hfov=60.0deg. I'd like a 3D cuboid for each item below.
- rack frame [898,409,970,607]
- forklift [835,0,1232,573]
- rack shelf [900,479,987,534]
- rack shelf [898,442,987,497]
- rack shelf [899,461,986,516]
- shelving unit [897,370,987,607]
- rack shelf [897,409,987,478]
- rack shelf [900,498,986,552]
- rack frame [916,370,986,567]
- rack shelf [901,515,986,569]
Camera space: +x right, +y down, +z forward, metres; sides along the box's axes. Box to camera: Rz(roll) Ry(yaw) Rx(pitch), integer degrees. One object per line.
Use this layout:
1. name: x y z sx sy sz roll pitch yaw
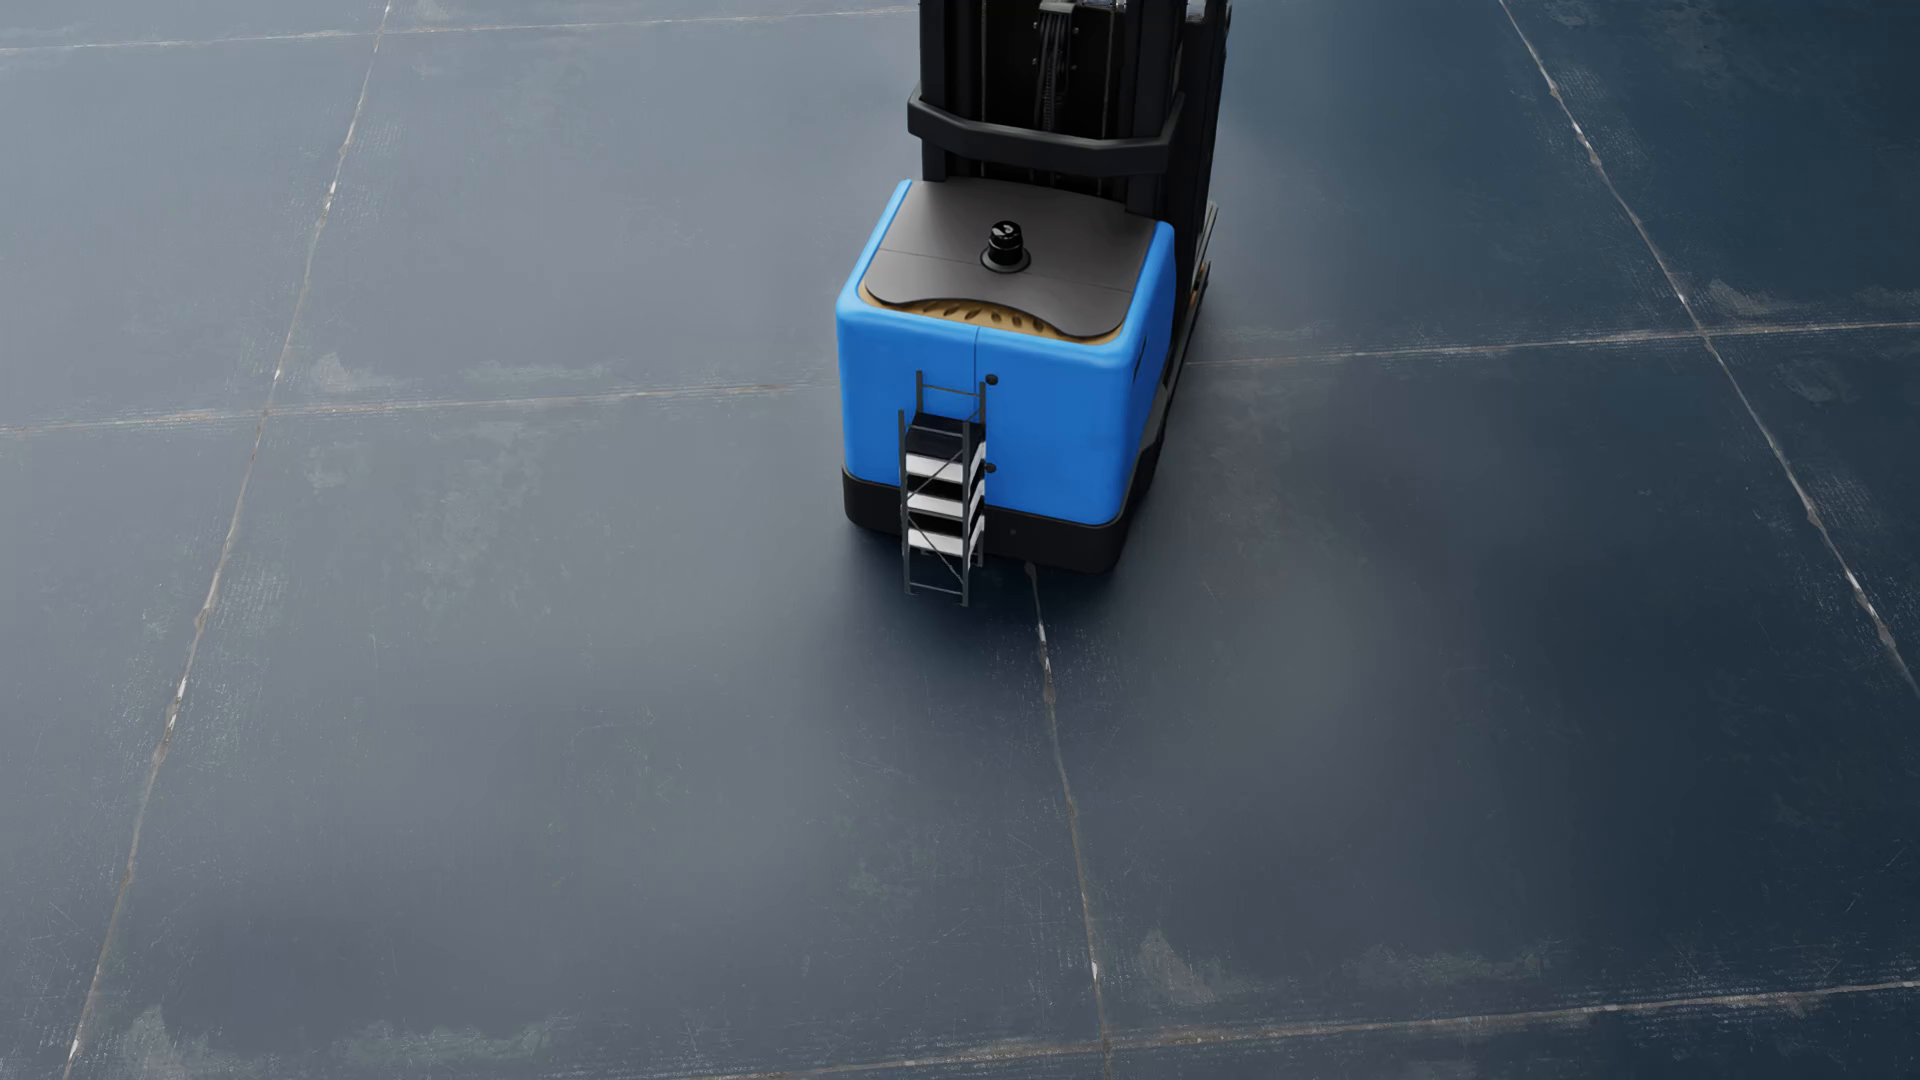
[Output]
1. rack frame: -0.086 -0.092 5.717 0.240 0.900 0.006 12 48 11
2. forklift: 0.457 -1.980 6.107 1.130 2.935 3.031 12 48 11
3. rack shelf: -0.058 -0.140 5.808 0.258 0.077 0.200 12 48 11
4. rack shelf: -0.058 -0.263 5.678 0.258 0.077 0.200 12 48 11
5. rack shelf: -0.058 -0.202 5.743 0.258 0.077 0.200 12 48 11
6. shelving unit: -0.058 -0.163 5.784 0.258 0.900 0.210 12 48 11
7. rack shelf: -0.058 -0.325 5.612 0.258 0.077 0.200 12 48 11
8. rack shelf: -0.058 -0.078 5.874 0.258 0.077 0.200 12 48 11
9. rack frame: -0.031 -0.234 5.852 0.240 0.900 0.006 12 48 11
10. rack shelf: -0.058 -0.016 5.939 0.258 0.077 0.200 12 48 11
